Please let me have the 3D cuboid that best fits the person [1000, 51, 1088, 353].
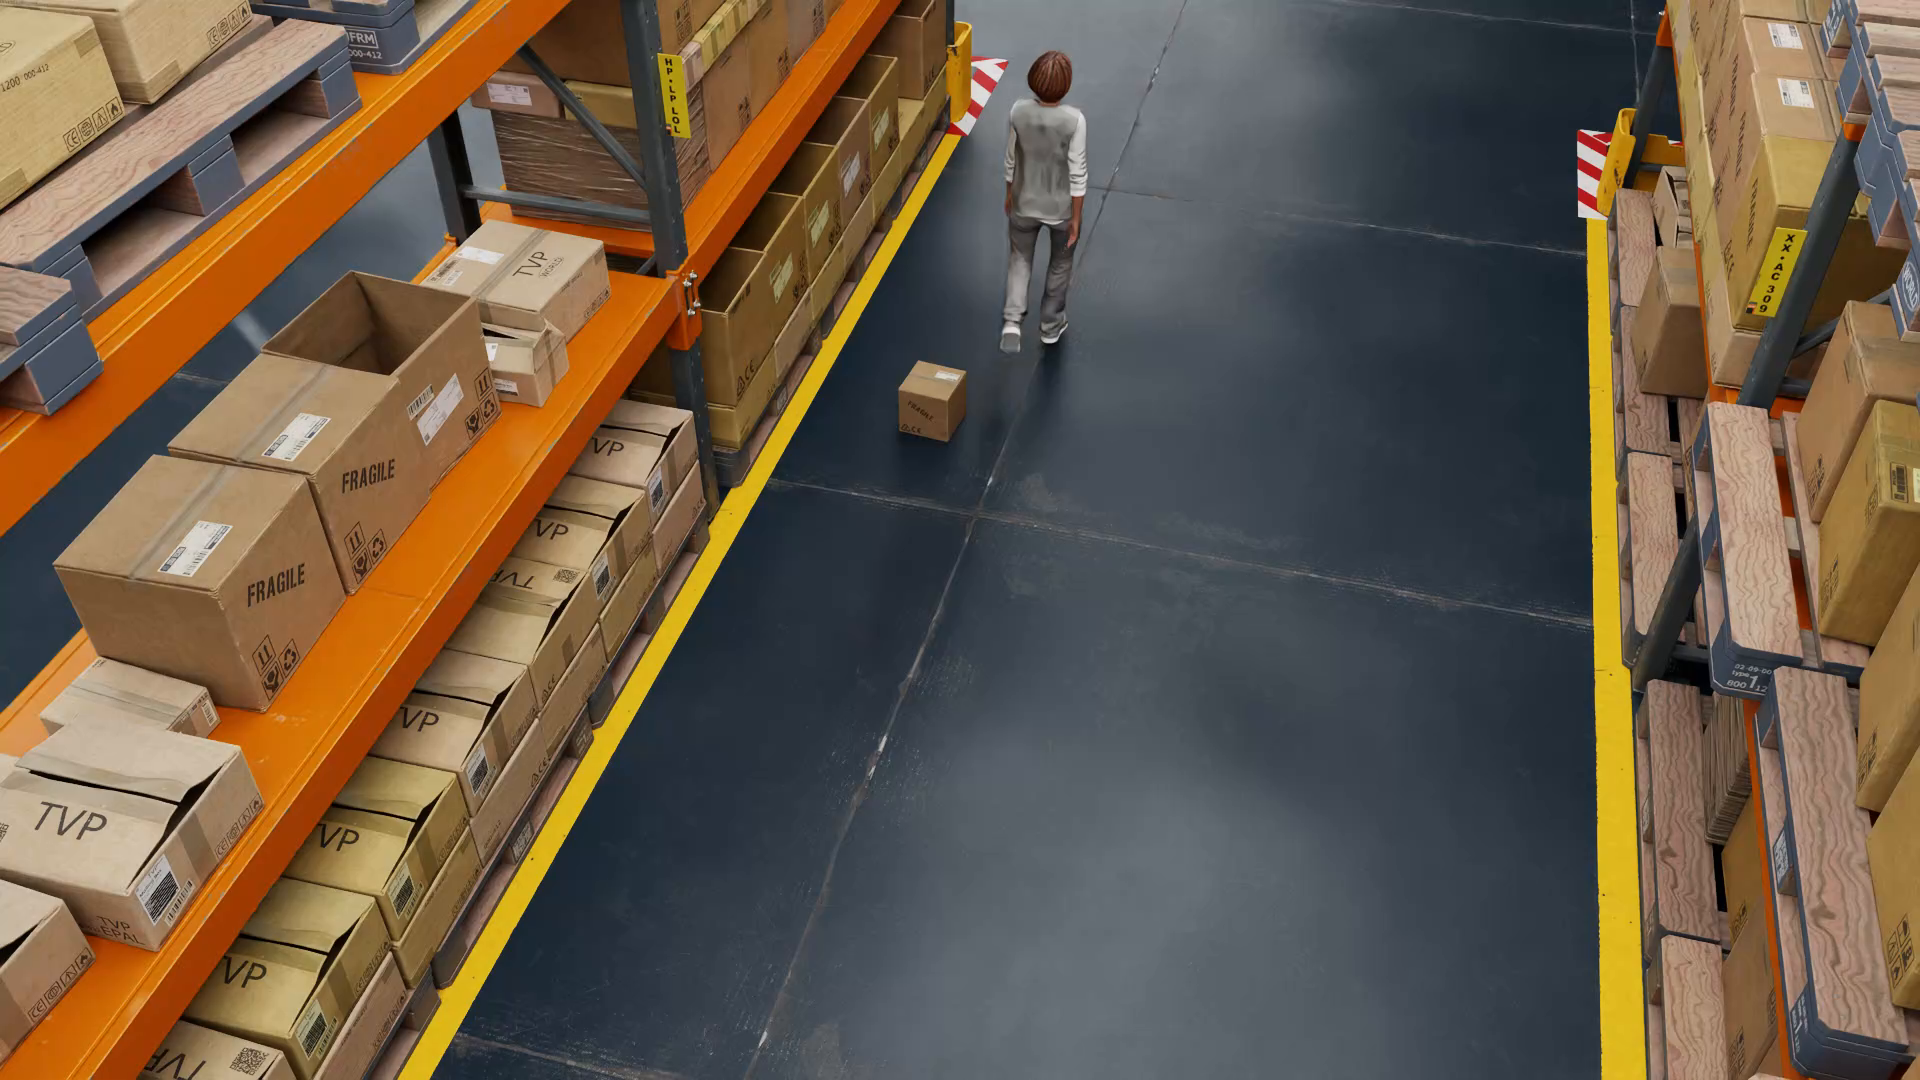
[{"bbox_3d":[0.390,-1.557,7.886,0.419,1.581,0.624,10,43,11],"label":"person"}]
